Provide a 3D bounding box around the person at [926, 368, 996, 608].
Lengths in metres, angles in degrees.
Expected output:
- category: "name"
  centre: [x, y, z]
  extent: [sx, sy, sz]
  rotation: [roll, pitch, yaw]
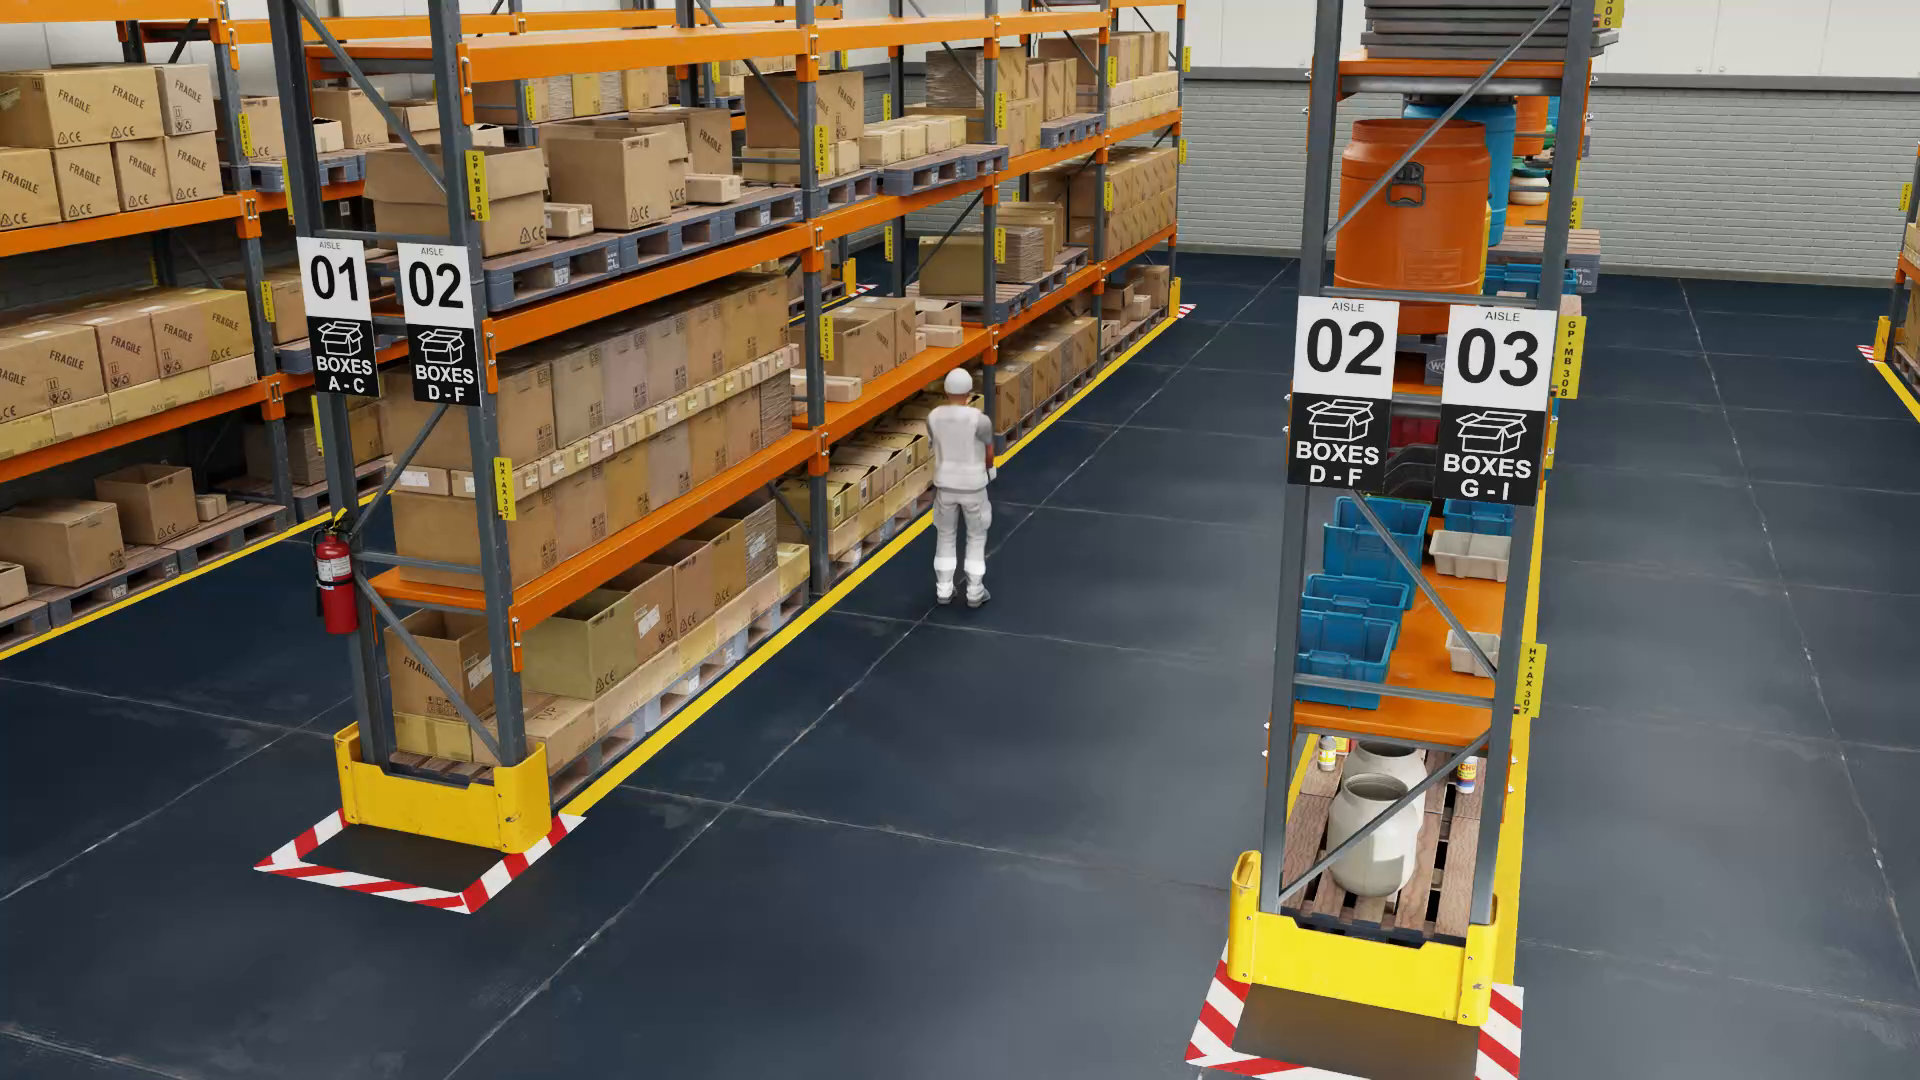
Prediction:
- category: "person"
  centre: [0.027, -0.417, 12.271]
  extent: [0.495, 1.786, 0.551]
  rotation: [6, 19, 17]
